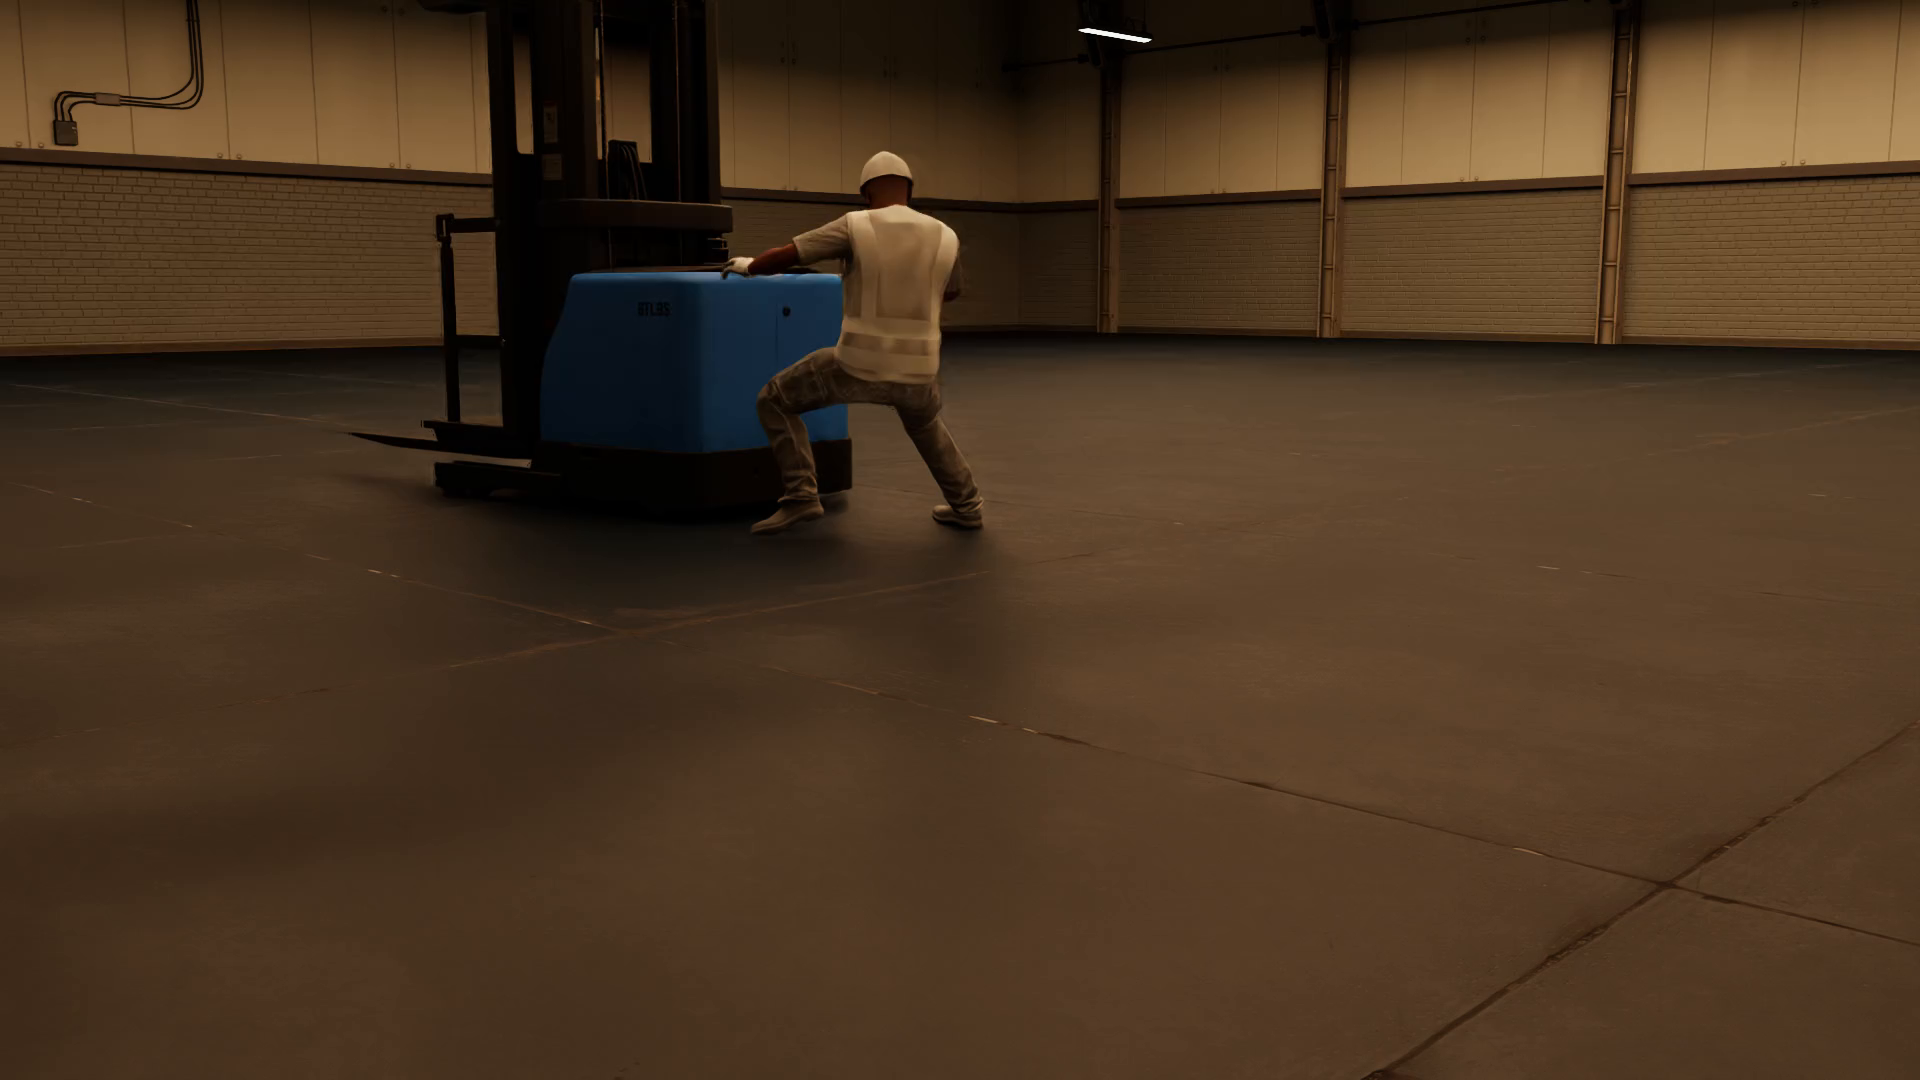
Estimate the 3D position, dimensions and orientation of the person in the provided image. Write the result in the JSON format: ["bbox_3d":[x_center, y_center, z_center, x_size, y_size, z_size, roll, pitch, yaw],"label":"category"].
[{"bbox_3d":[-0.379,-0.788,6.777,1.082,1.547,0.761,-4,9,-24],"label":"person"}]

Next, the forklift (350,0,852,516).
[{"bbox_3d":[-1.965,-1.708,8.215,3.031,2.935,1.130,7,11,39],"label":"forklift"}]
